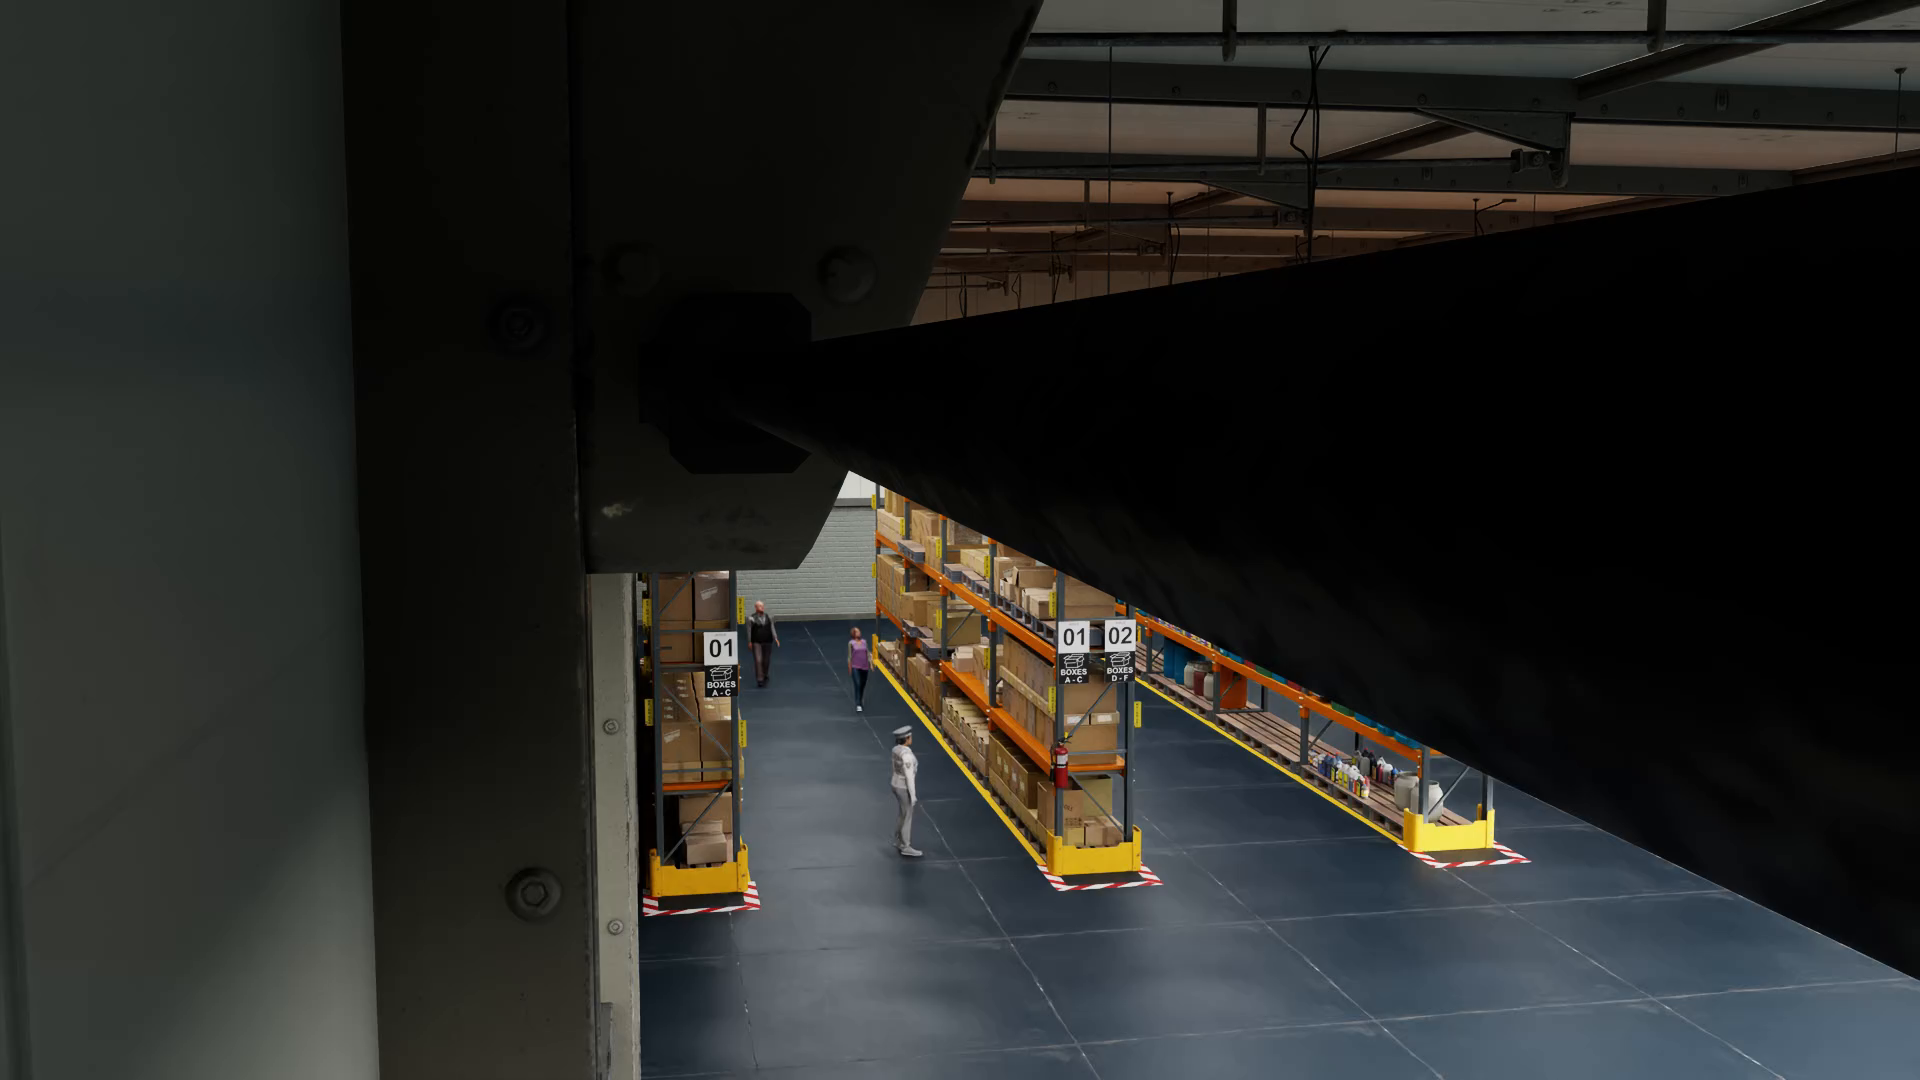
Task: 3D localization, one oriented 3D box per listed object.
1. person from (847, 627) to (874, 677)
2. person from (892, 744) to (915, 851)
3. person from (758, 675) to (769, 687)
[{"bbox_3d":[-1.864,2.095,31.025,0.482,0.923,0.373,-1,6,-13],"label":"person"},{"bbox_3d":[-0.724,3.354,21.742,0.310,1.383,0.548,-2,6,-19],"label":"person"},{"bbox_3d":[-3.962,2.785,33.459,0.330,0.249,1.009,-1,6,-14],"label":"person"}]
